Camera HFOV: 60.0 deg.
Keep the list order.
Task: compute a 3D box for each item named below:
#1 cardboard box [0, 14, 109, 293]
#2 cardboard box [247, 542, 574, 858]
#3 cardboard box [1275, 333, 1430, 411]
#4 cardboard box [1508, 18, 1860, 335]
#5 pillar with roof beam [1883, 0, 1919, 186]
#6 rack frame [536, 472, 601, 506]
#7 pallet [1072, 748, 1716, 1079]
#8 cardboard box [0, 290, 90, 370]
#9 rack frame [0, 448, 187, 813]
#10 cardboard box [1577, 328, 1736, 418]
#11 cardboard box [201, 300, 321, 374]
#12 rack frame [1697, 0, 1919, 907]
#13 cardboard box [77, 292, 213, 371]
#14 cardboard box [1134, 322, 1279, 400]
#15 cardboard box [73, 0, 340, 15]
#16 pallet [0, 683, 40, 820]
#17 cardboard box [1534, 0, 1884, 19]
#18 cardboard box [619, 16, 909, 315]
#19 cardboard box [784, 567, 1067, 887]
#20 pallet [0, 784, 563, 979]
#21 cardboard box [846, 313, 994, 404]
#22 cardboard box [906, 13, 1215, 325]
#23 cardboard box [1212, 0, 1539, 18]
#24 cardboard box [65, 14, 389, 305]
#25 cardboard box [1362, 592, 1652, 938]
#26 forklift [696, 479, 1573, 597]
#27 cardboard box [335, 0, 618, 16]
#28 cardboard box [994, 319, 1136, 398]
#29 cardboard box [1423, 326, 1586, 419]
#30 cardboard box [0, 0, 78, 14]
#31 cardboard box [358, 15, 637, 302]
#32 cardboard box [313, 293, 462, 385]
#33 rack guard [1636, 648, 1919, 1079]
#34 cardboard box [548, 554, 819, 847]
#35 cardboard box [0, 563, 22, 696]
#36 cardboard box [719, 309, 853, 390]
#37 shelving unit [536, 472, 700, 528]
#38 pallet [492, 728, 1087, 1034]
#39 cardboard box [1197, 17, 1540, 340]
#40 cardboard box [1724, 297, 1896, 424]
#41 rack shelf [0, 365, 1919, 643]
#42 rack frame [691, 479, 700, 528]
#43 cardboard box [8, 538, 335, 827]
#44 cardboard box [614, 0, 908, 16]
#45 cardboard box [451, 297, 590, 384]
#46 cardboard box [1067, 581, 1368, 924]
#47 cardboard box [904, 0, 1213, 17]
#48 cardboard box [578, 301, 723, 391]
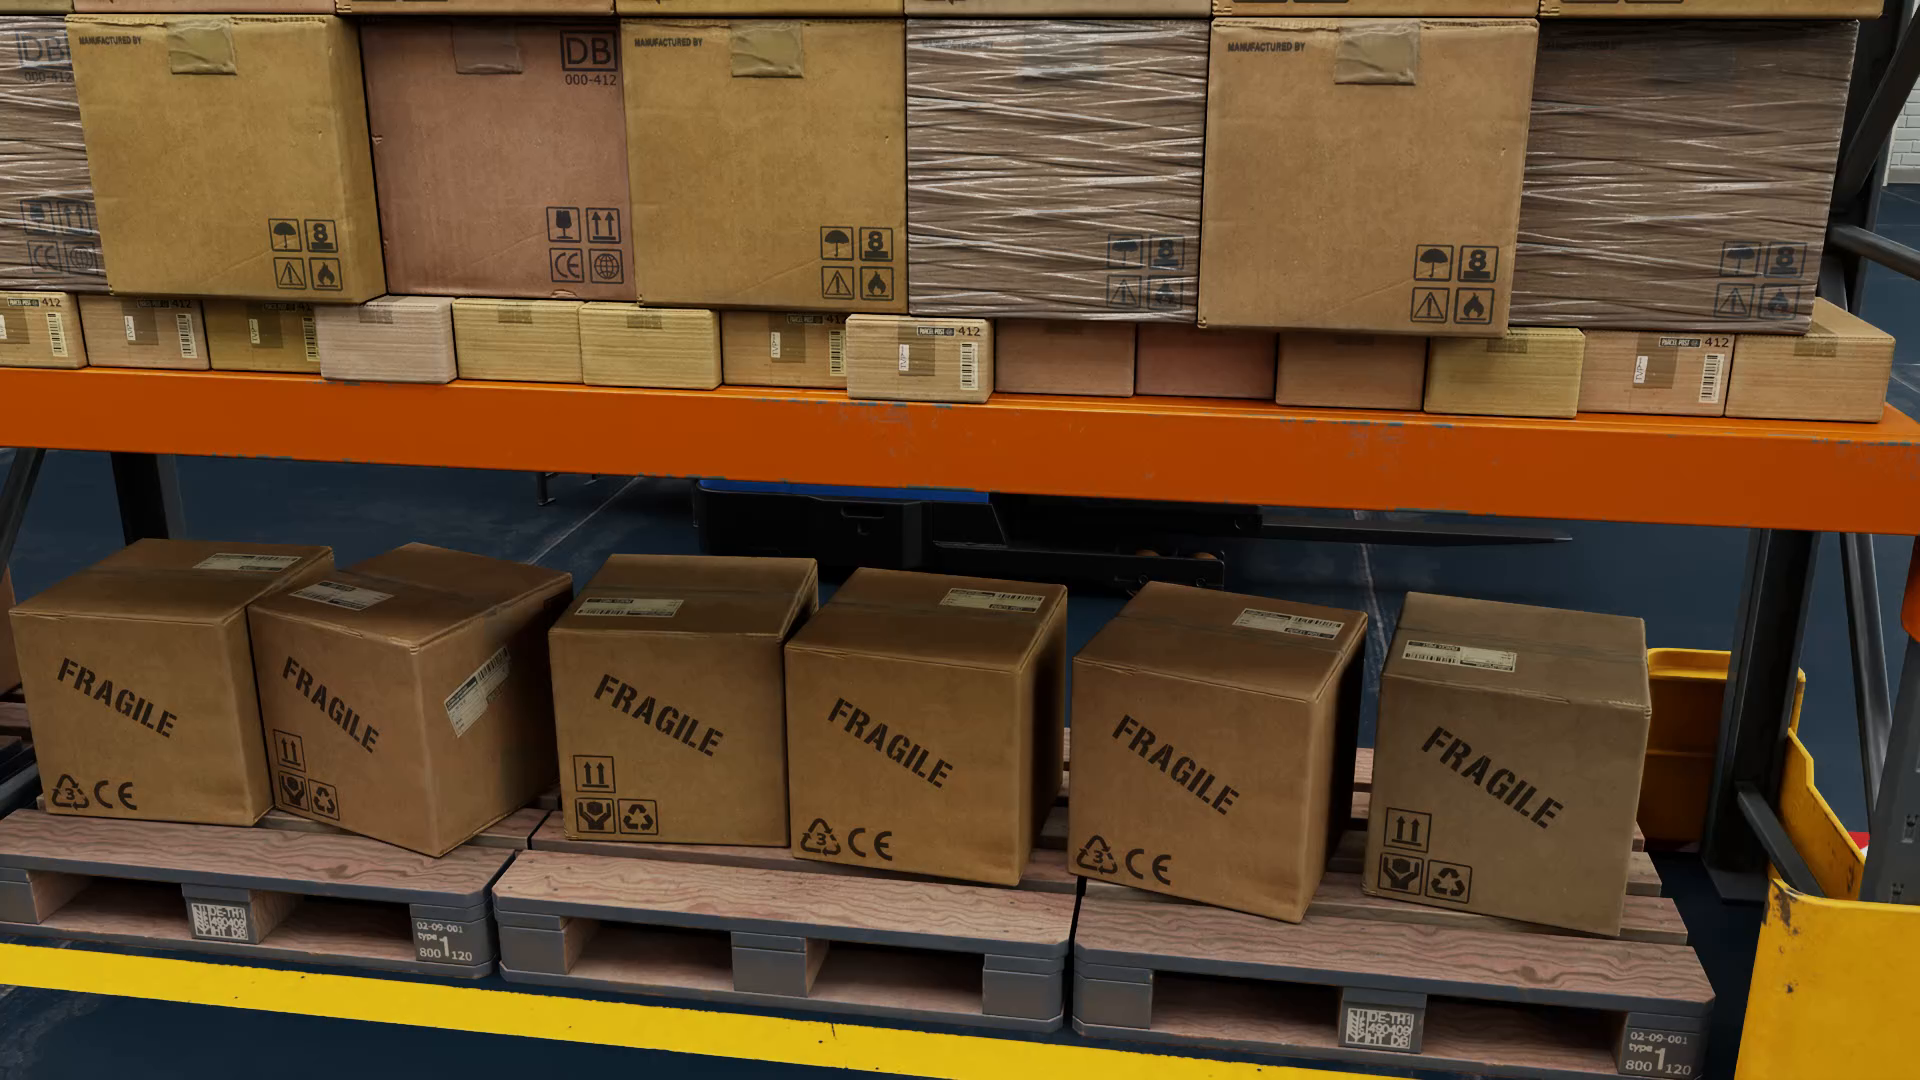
[{"bbox_3d":[-1.751,-0.846,3.479,0.500,0.500,0.875,3,19,9],"label":"cardboard box"},{"bbox_3d":[-1.230,0.346,3.821,0.500,0.500,0.500,9,21,26],"label":"cardboard box"},{"bbox_3d":[0.704,-0.356,3.035,0.250,0.149,0.380,3,19,9],"label":"cardboard box"},{"bbox_3d":[1.226,-0.723,3.111,0.500,0.500,0.875,3,19,9],"label":"cardboard box"},{"bbox_3d":[8.816,-6.670,12.056,0.400,9.000,9.100,3,19,9],"label":"pillar with roof beam"},{"bbox_3d":[-1.615,-0.907,6.651,0.023,1.500,0.400,8,20,22],"label":"rack frame"},{"bbox_3d":[0.893,0.768,3.675,1.213,0.211,1.003,3,19,9],"label":"pallet"},{"bbox_3d":[-1.776,-0.459,3.343,0.250,0.149,0.380,3,19,9],"label":"cardboard box"},{"bbox_3d":[-2.185,-0.700,3.667,0.127,3.000,1.000,3,19,9],"label":"rack frame"},{"bbox_3d":[1.203,-0.342,2.993,0.250,0.149,0.380,3,19,9],"label":"cardboard box"},{"bbox_3d":[-1.276,-0.445,3.303,0.250,0.149,0.380,3,19,9],"label":"cardboard box"},{"bbox_3d":[1.764,-0.498,3.066,0.127,3.000,1.000,3,19,9],"label":"rack frame"},{"bbox_3d":[-1.525,-0.455,3.332,0.250,0.149,0.380,3,19,9],"label":"cardboard box"},{"bbox_3d":[0.464,-0.381,3.111,0.250,0.149,0.380,3,19,9],"label":"cardboard box"},{"bbox_3d":[-1.287,-1.235,3.066,0.500,0.500,0.500,3,19,9],"label":"cardboard box"},{"bbox_3d":[-2.954,0.584,4.225,1.213,0.211,1.003,3,19,9],"label":"pallet"},{"bbox_3d":[1.182,-1.111,2.695,0.500,0.500,0.500,3,19,9],"label":"cardboard box"},{"bbox_3d":[-0.266,-0.778,3.276,0.500,0.500,0.875,3,19,9],"label":"cardboard box"},{"bbox_3d":[-0.060,0.394,3.675,0.500,0.500,0.500,5,19,14],"label":"cardboard box"},{"bbox_3d":[-1.516,0.645,4.042,1.213,0.211,1.003,3,19,9],"label":"pallet"},{"bbox_3d":[-0.048,-0.372,3.082,0.250,0.149,0.380,3,19,9],"label":"cardboard box"},{"bbox_3d":[0.226,-0.750,3.189,0.500,0.500,0.875,3,19,9],"label":"cardboard box"},{"bbox_3d":[0.687,-1.135,2.765,0.500,0.500,0.500,3,19,9],"label":"cardboard box"},{"bbox_3d":[-1.263,-0.810,3.370,0.500,0.500,0.875,3,19,9],"label":"cardboard box"},{"bbox_3d":[1.150,0.451,3.505,0.500,0.500,0.500,7,20,19],"label":"cardboard box"},{"bbox_3d":[0.622,-1.359,5.746,3.031,2.935,1.130,3,19,8],"label":"forklift"},{"bbox_3d":[-0.794,-1.210,2.990,0.500,0.500,0.500,3,19,9],"label":"cardboard box"},{"bbox_3d":[0.213,-0.387,3.128,0.250,0.149,0.380,3,19,9],"label":"cardboard box"},{"bbox_3d":[0.948,-0.338,2.983,0.250,0.149,0.380,3,19,9],"label":"cardboard box"},{"bbox_3d":[-1.781,-1.260,3.140,0.500,0.500,0.500,3,19,9],"label":"cardboard box"},{"bbox_3d":[-0.753,-0.816,3.389,0.500,0.500,0.875,3,19,9],"label":"cardboard box"},{"bbox_3d":[-1.036,-0.420,3.227,0.250,0.149,0.380,3,19,9],"label":"cardboard box"},{"bbox_3d":[1.689,0.683,3.474,0.348,0.500,1.175,3,19,9],"label":"rack guard"},{"bbox_3d":[-0.604,0.352,3.801,0.500,0.500,0.500,1,19,4],"label":"cardboard box"},{"bbox_3d":[-2.788,0.239,4.107,0.500,0.500,0.700,1,19,4],"label":"cardboard box"},{"bbox_3d":[-0.283,-0.406,3.185,0.250,0.149,0.380,3,19,9],"label":"cardboard box"},{"bbox_3d":[-1.279,-0.861,6.514,0.755,1.500,0.431,8,20,22],"label":"shelving unit"},{"bbox_3d":[-0.308,0.706,3.860,1.213,0.211,1.003,3,19,9],"label":"pallet"},{"bbox_3d":[0.713,-0.711,3.074,0.500,0.500,0.875,3,19,9],"label":"cardboard box"},{"bbox_3d":[1.450,-0.329,2.955,0.250,0.149,0.380,3,19,9],"label":"cardboard box"},{"bbox_3d":[-0.210,-0.258,3.481,4.000,0.370,1.077,3,19,9],"label":"rack shelf"},{"bbox_3d":[-0.943,-0.815,6.376,0.023,1.500,0.400,8,20,22],"label":"rack frame"},{"bbox_3d":[-1.797,0.319,3.900,0.500,0.500,0.500,2,19,7],"label":"cardboard box"},{"bbox_3d":[-0.298,-1.188,2.925,0.500,0.500,0.500,3,19,9],"label":"cardboard box"},{"bbox_3d":[-0.783,-0.420,3.228,0.250,0.149,0.380,3,19,9],"label":"cardboard box"},{"bbox_3d":[0.555,0.432,3.563,0.500,0.500,0.500,8,20,23],"label":"cardboard box"},{"bbox_3d":[0.194,-1.161,2.843,0.500,0.500,0.500,3,19,9],"label":"cardboard box"},{"bbox_3d":[-0.537,-0.404,3.180,0.250,0.149,0.380,3,19,9],"label":"cardboard box"}]
